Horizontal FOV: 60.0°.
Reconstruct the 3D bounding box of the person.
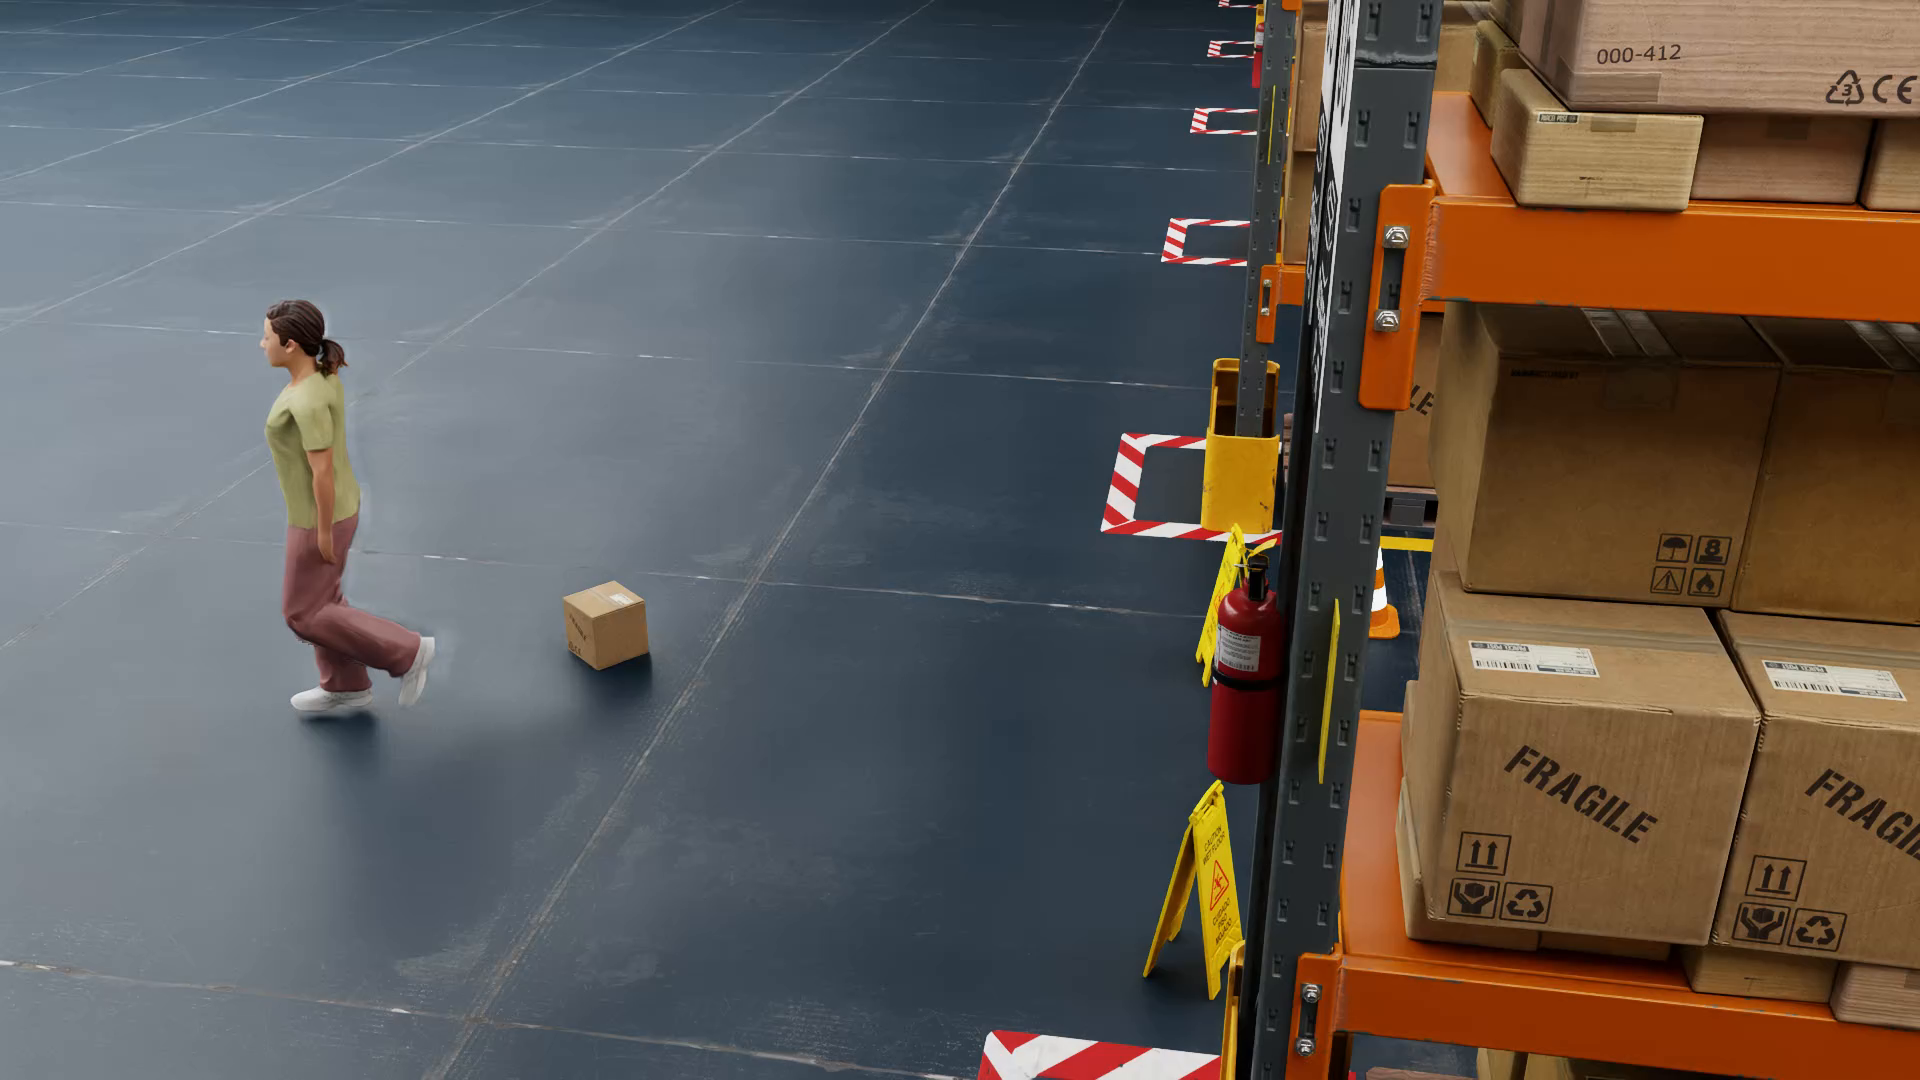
[{"bbox_3d":[-2.351,-0.099,6.270,0.583,1.657,0.446,-6,26,-13],"label":"person"}]
